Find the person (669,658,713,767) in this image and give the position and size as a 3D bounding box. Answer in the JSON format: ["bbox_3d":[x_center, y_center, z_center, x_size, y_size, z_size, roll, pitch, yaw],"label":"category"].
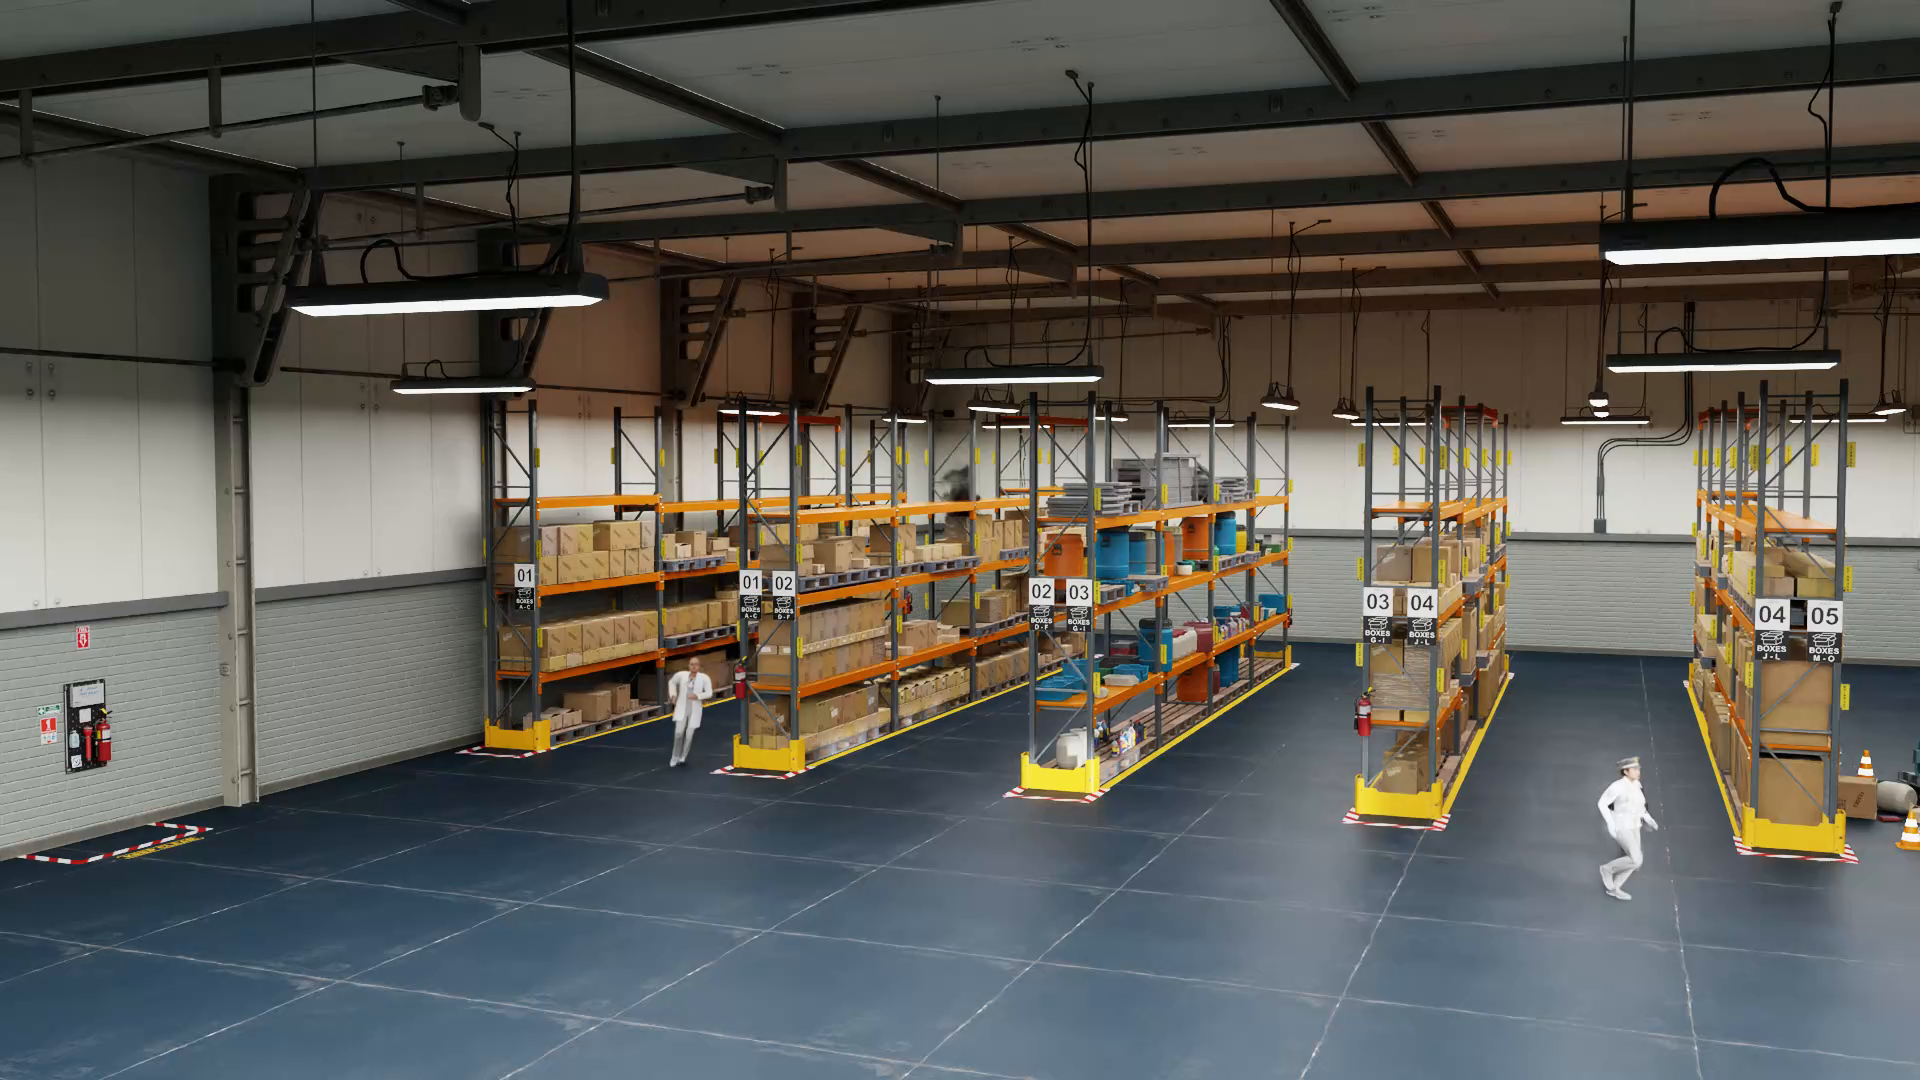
[{"bbox_3d":[-4.385,2.804,27.091,0.700,1.795,0.695,0,3,-10],"label":"person"}]

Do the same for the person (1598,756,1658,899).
[{"bbox_3d":[7.559,3.254,18.780,0.603,1.643,0.575,-2,3,-34],"label":"person"}]
